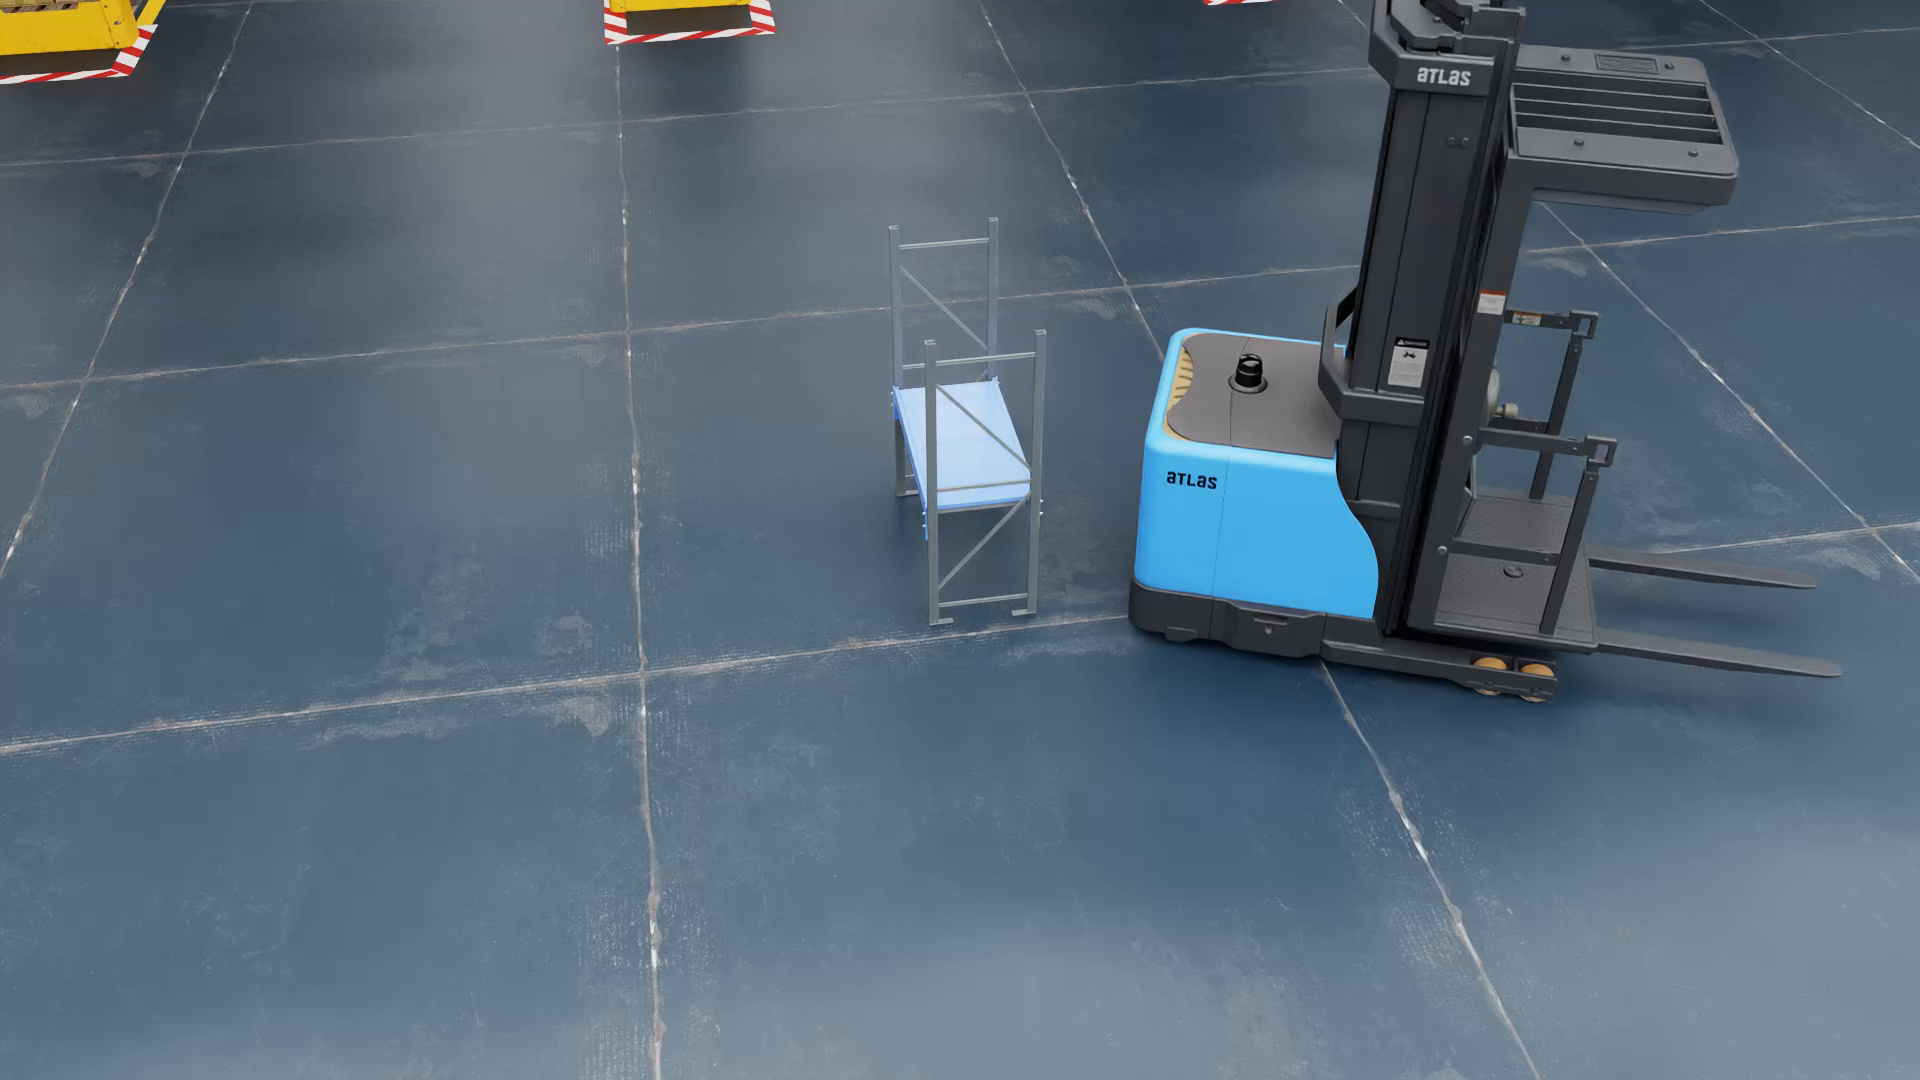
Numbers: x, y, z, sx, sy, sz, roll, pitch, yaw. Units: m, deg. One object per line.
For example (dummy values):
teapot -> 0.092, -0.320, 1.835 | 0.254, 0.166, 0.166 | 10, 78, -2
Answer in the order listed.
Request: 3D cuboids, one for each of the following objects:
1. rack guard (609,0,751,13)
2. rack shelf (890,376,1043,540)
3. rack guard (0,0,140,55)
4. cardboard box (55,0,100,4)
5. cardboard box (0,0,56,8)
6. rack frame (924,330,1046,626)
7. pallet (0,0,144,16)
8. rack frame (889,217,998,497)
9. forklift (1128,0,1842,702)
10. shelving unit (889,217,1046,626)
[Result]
rack guard -> -2.350, -4.725, 13.825 | 1.175, 0.500, 0.348 | -6, 38, -8
rack shelf -> 0.015, -0.399, 7.734 | 0.538, 0.185, 1.000 | -6, 38, -8
rack guard -> -7.163, -4.139, 13.071 | 1.175, 0.500, 0.348 | -6, 38, -8
cardboard box -> -7.042, -4.569, 13.485 | 0.500, 0.250, 0.500 | -6, 38, -8
cardboard box -> -7.552, -4.513, 13.413 | 0.500, 0.250, 0.500 | -6, 38, -8
rack frame -> 0.104, -0.234, 7.228 | 0.500, 1.500, 0.032 | -6, 38, -8
pallet -> -7.343, -4.497, 13.767 | 1.003, 0.211, 1.213 | -6, 38, -8
rack frame -> -0.074, -0.848, 8.019 | 0.500, 1.500, 0.032 | -6, 38, -8
forklift -> 2.339, -0.813, 6.807 | 3.031, 2.935, 1.130 | 8, 39, 10
shelving unit -> 0.015, -0.541, 7.623 | 0.538, 1.500, 1.048 | -6, 38, -8
